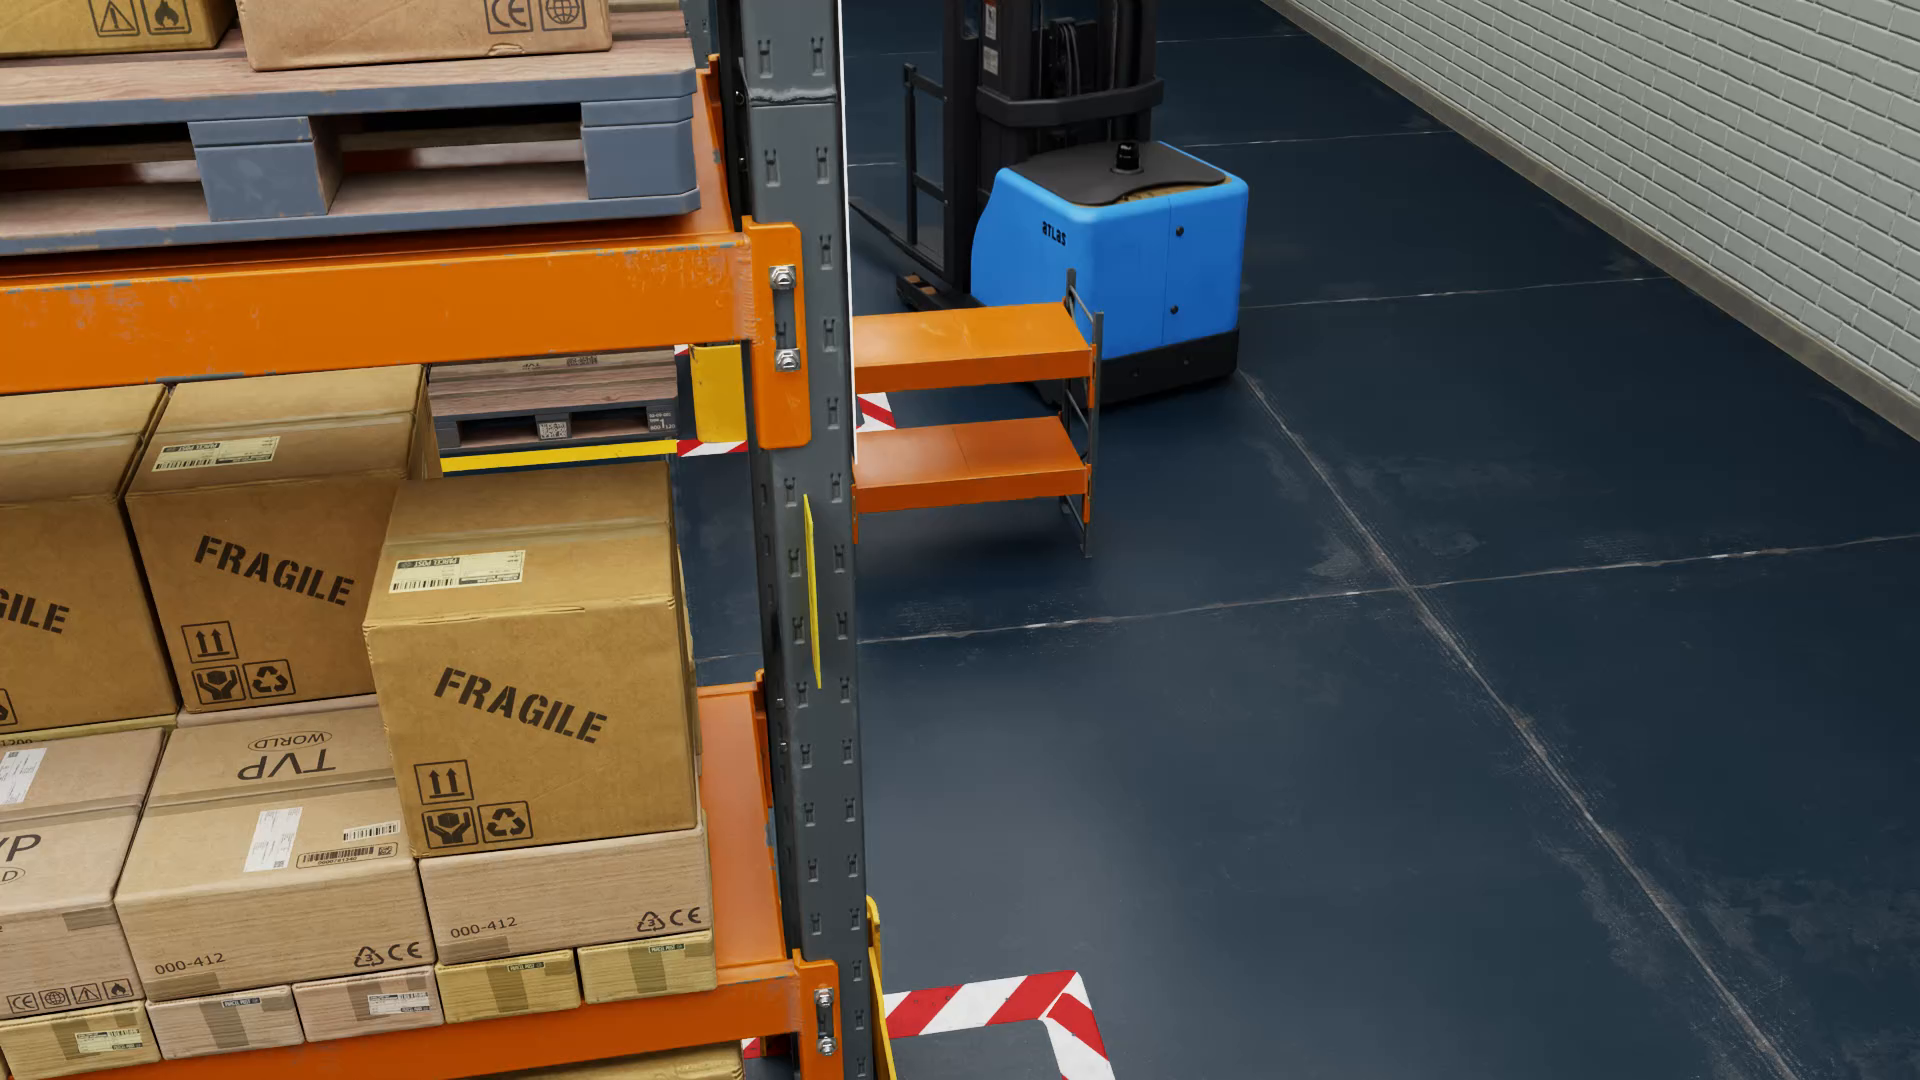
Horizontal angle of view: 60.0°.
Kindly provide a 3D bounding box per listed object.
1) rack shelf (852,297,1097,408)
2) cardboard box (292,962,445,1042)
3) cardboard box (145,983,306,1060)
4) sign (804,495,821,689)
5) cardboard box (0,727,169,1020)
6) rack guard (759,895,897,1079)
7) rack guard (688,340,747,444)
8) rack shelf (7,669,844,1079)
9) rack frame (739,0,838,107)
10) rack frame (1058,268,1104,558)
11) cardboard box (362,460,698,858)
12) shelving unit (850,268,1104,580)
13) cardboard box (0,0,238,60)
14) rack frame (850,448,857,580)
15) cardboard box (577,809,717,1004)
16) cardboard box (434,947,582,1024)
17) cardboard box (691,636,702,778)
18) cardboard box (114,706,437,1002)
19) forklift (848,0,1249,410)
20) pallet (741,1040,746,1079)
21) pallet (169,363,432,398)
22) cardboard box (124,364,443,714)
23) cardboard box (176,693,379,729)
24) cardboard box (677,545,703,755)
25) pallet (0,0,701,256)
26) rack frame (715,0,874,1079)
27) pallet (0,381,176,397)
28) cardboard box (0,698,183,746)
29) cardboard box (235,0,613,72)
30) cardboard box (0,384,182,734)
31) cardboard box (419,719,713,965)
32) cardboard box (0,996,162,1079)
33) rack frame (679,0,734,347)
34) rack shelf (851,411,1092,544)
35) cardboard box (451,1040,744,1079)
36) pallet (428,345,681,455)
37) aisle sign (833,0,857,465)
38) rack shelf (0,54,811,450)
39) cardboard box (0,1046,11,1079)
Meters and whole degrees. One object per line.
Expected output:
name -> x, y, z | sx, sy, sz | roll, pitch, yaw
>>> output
rack shelf -> 0.007, -0.738, 6.818 | 1.000, 0.278, 0.538 | -5, 31, -9
cardboard box -> -1.124, 0.769, 3.231 | 0.250, 0.149, 0.380 | -5, 31, -9
cardboard box -> -1.370, 0.791, 3.193 | 0.250, 0.149, 0.380 | -5, 31, -8
sign -> -0.246, 0.087, 2.766 | 0.005, 0.325, 0.100 | -5, 31, -9
cardboard box -> -1.758, 0.622, 3.087 | 0.500, 0.250, 0.500 | -6, 31, -11
rack guard -> -0.306, 1.492, 4.219 | 0.348, 0.500, 1.175 | -5, 31, -9
rack guard -> -1.201, -0.984, 8.430 | 0.348, 0.500, 1.175 | -5, 31, -9
rack shelf -> -2.297, 0.910, 3.454 | 4.000, 0.370, 1.077 | -5, 31, -9
rack frame -> -0.330, -2.169, 2.061 | 0.127, 3.000, 1.000 | -5, 31, -9
rack frame -> 0.507, -0.532, 7.045 | 0.032, 1.125, 0.500 | -5, 31, -9
cardboard box -> -0.762, 0.206, 3.056 | 0.500, 0.500, 0.500 | -5, 31, -8
shelving unit -> 0.007, -0.486, 6.966 | 1.048, 1.125, 0.538 | -5, 31, -9
cardboard box -> -1.407, -1.078, 2.553 | 0.500, 0.500, 0.700 | -6, 31, -11
rack frame -> -0.493, -0.439, 6.887 | 0.032, 1.125, 0.500 | -5, 31, -9
cardboard box -> -0.621, 0.722, 3.311 | 0.250, 0.149, 0.380 | -5, 31, -8
cardboard box -> -0.876, 0.746, 3.269 | 0.250, 0.149, 0.380 | -5, 31, -8
cardboard box -> -0.738, 0.393, 3.870 | 0.250, 0.149, 0.380 | -5, 31, -8
cardboard box -> -1.258, 0.576, 3.166 | 0.500, 0.250, 0.500 | -6, 31, -10
forklift -> 0.292, -2.627, 8.825 | 1.130, 2.935, 3.031 | -15, 34, -24
pallet -> -1.102, 1.731, 4.098 | 1.213, 0.211, 1.003 | -5, 31, -9
pallet -> -3.238, -0.685, 8.207 | 1.213, 0.211, 1.003 | -5, 31, -9
cardboard box -> -1.342, -0.015, 3.431 | 0.500, 0.500, 0.500 | -6, 31, -10
cardboard box -> -1.361, 0.313, 3.612 | 0.500, 0.250, 0.500 | -6, 31, -10
cardboard box -> -0.850, 0.262, 3.699 | 0.500, 0.250, 0.500 | -6, 31, -10
pallet -> -1.058, -0.765, 2.720 | 1.213, 0.211, 1.003 | -5, 31, -9
rack frame -> -0.330, 0.417, 3.582 | 0.127, 3.000, 1.000 | -5, 31, -9
pallet -> -4.440, -0.572, 8.014 | 1.213, 0.211, 1.003 | -5, 31, -9
cardboard box -> -1.855, 0.357, 3.537 | 0.500, 0.250, 0.500 | -6, 31, -11
cardboard box -> -0.832, -1.069, 2.538 | 0.500, 0.500, 0.700 | -7, 31, -12
cardboard box -> -1.851, 0.035, 3.345 | 0.500, 0.500, 0.500 | -6, 31, -10
cardboard box -> -0.759, 0.530, 3.244 | 0.500, 0.250, 0.500 | -6, 31, -10
cardboard box -> -1.625, 0.816, 3.151 | 0.250, 0.149, 0.380 | -6, 31, -10
rack frame -> -1.222, -2.053, 7.781 | 0.127, 3.000, 1.000 | -5, 31, -9
rack shelf -> 0.007, -0.275, 7.090 | 1.000, 0.278, 0.538 | -5, 31, -9
cardboard box -> -0.945, 1.250, 3.847 | 0.875, 0.875, 0.875 | -5, 31, -9
pallet -> -2.040, -0.795, 8.393 | 1.213, 0.211, 1.003 | -5, 31, -9
aisle sign -> -0.205, -0.561, 2.680 | 0.004, 0.787, 0.394 | -5, 31, -9
rack shelf -> -2.297, -0.383, 2.693 | 4.000, 0.370, 1.077 | -5, 31, -9
cardboard box -> -1.880, 0.840, 3.110 | 0.250, 0.149, 0.380 | -5, 31, -9
